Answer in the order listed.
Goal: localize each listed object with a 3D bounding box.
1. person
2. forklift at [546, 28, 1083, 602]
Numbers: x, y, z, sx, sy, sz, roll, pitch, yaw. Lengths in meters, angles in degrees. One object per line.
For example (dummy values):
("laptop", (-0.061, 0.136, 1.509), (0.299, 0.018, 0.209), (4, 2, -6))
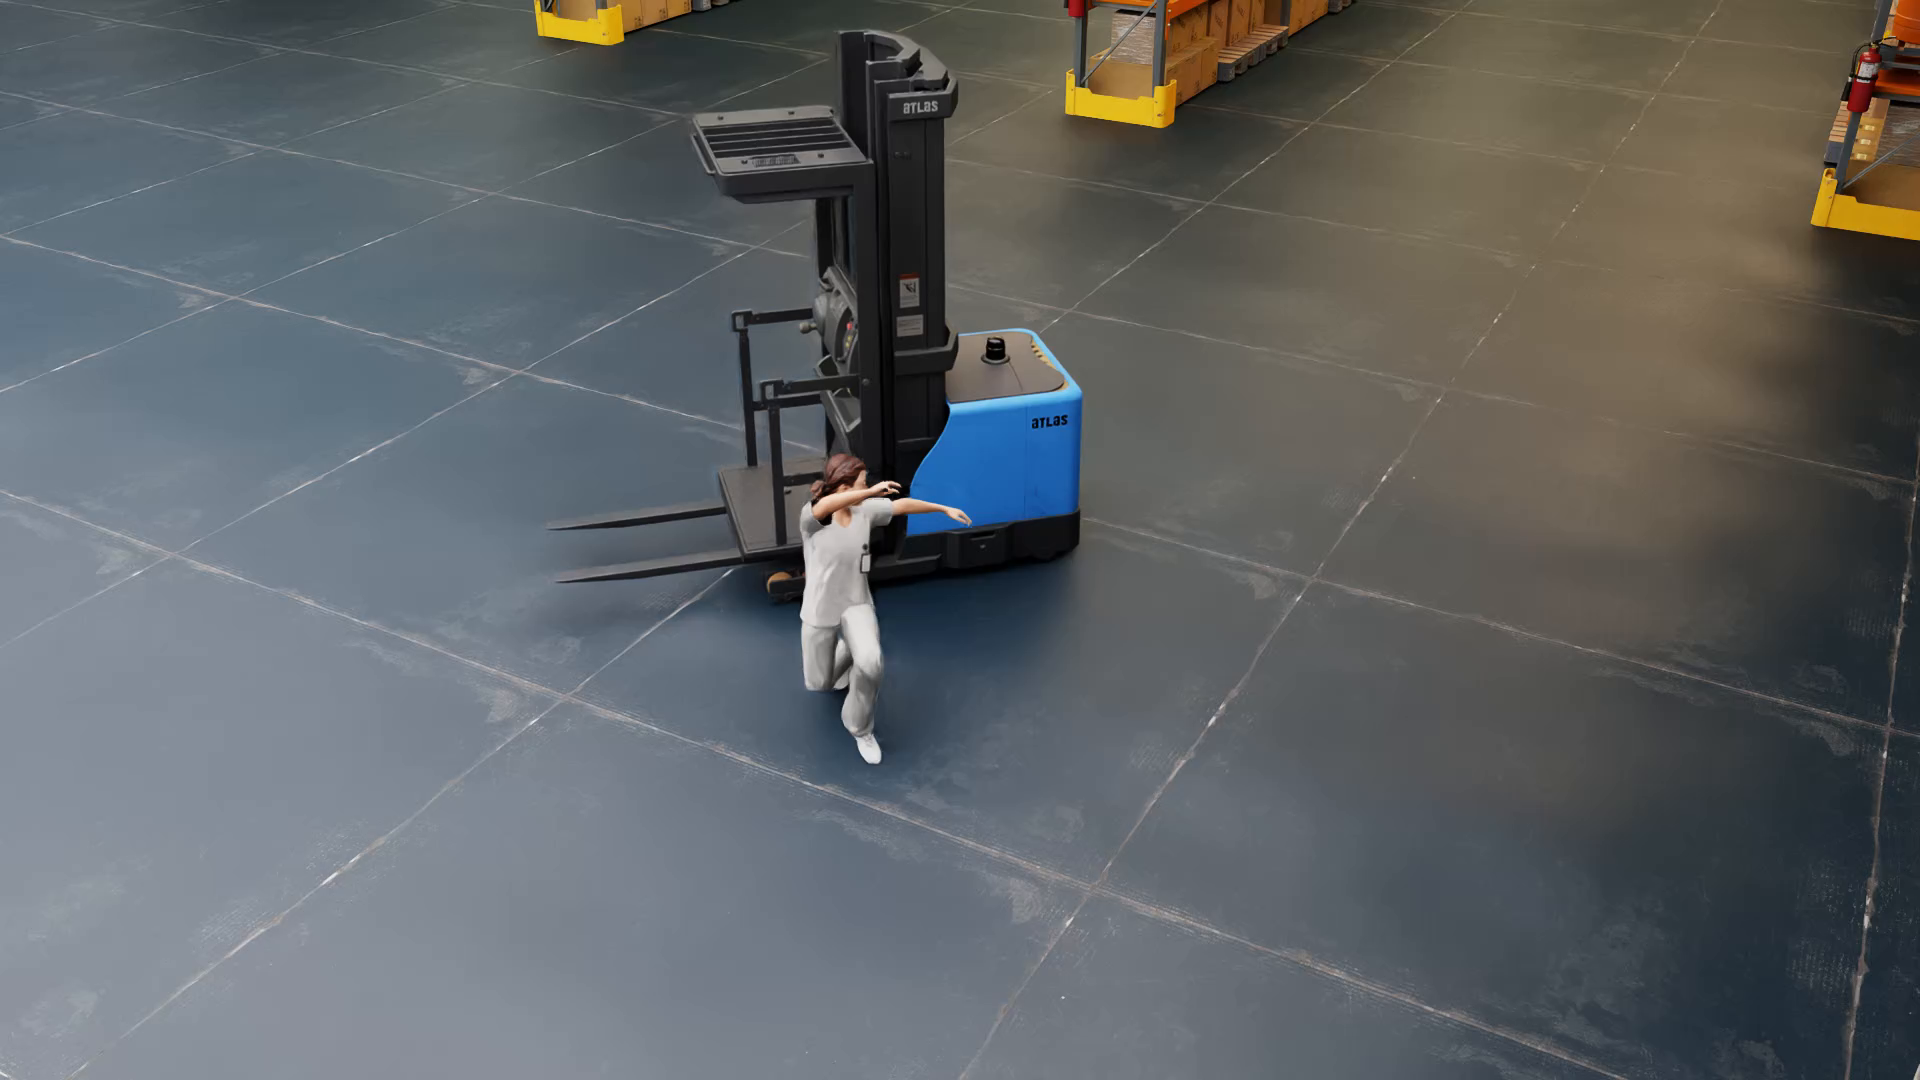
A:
("person", (-0.321, 0.272, 8.153), (0.933, 1.380, 0.905), (-7, 31, -12))
("forklift", (-0.870, -1.210, 9.168), (3.031, 2.935, 1.130), (-8, 31, -13))
